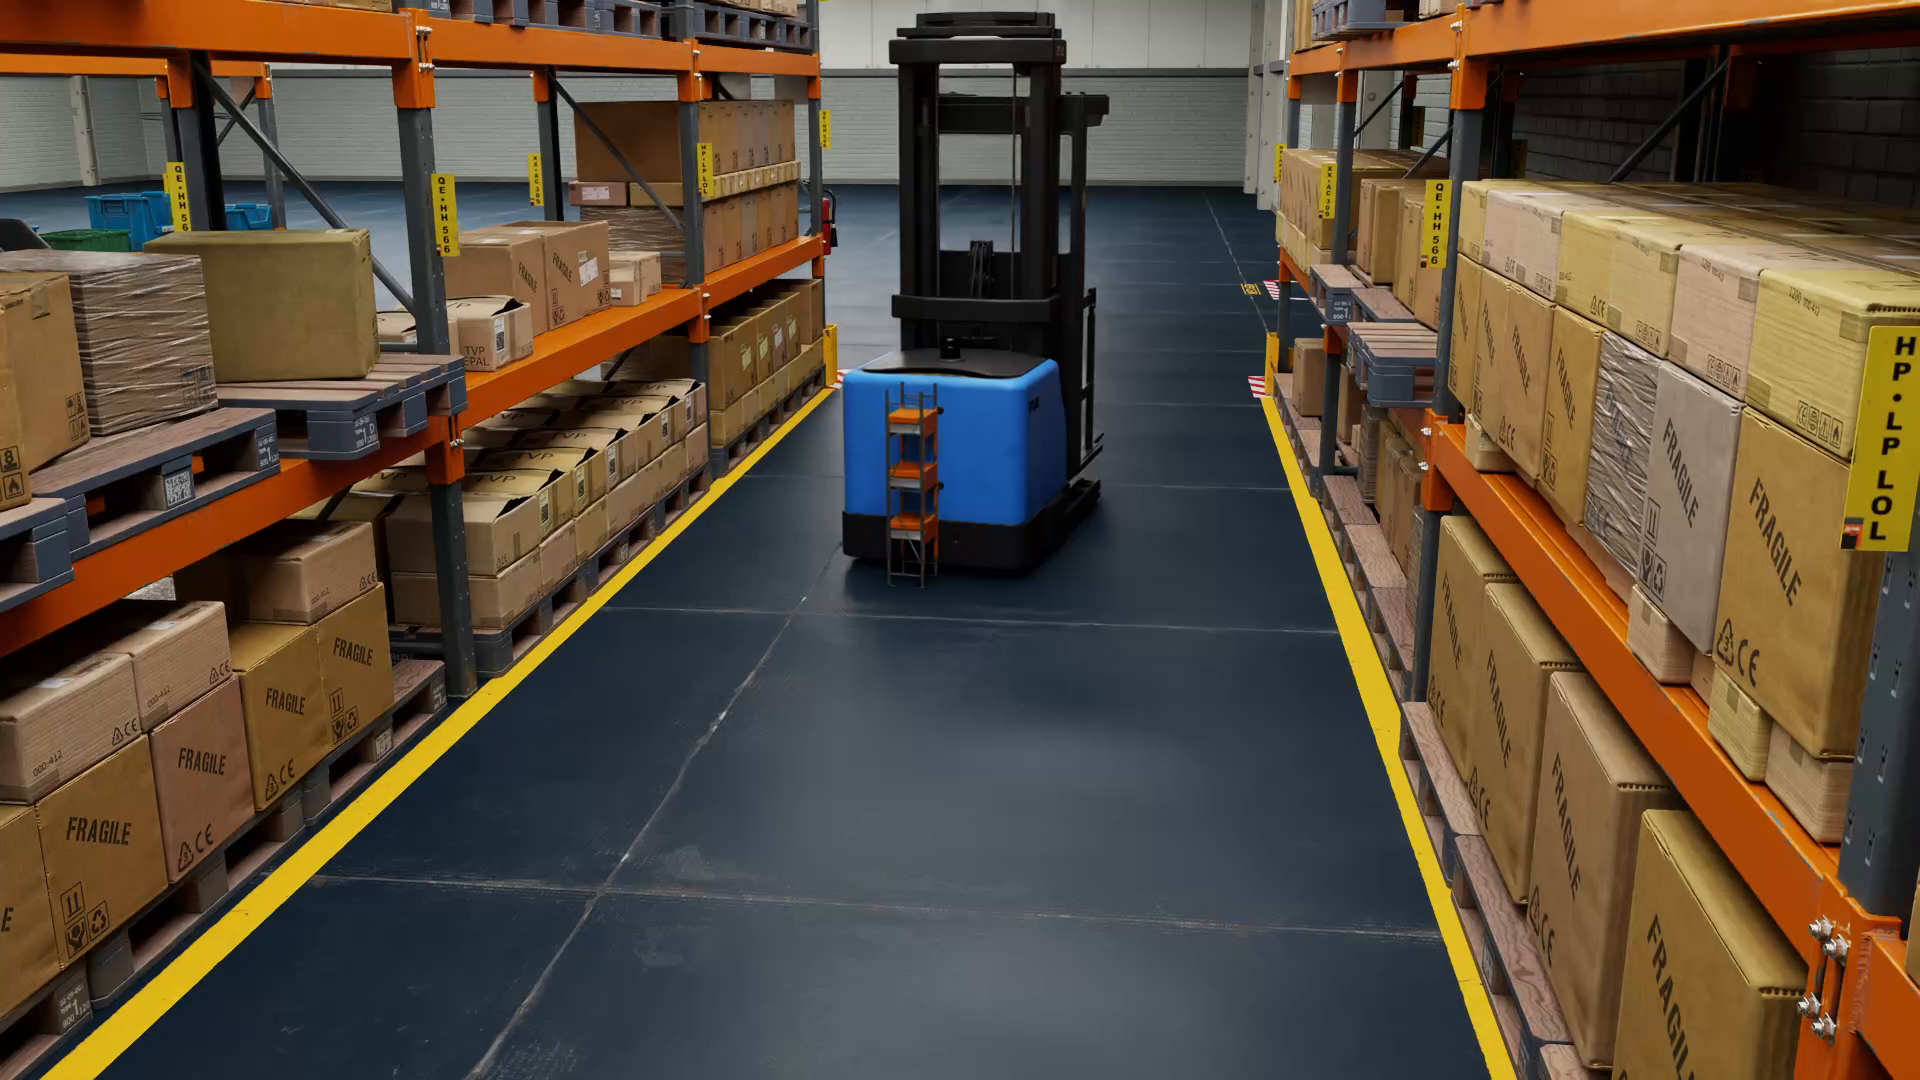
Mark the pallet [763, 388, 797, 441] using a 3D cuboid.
[{"bbox_3d":[-1.882,-1.004,12.970,1.003,0.211,1.213,2,15,6],"label":"pallet"}]

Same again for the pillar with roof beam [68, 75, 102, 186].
[{"bbox_3d":[-19.631,-13.991,44.163,9.100,9.000,0.400,2,15,6],"label":"pillar with roof beam"}]

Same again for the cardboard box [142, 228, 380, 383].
[{"bbox_3d":[-2.559,-0.874,6.153,0.700,0.500,0.500,-3,16,-13],"label":"cardboard box"}]

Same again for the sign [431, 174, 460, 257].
[{"bbox_3d":[-2.060,-1.297,6.647,0.100,0.325,0.005,2,15,6],"label":"sign"}]

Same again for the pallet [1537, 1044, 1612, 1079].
[{"bbox_3d":[1.883,1.536,3.577,1.003,0.211,1.213,2,15,6],"label":"pallet"}]

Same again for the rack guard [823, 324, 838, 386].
[{"bbox_3d":[-1.695,-1.665,14.860,1.175,0.500,0.348,2,15,6],"label":"rack guard"}]

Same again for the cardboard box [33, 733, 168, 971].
[{"bbox_3d":[-2.642,0.855,4.698,0.500,0.500,0.500,2,15,7],"label":"cardboard box"}]

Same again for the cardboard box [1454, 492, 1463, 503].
[{"bbox_3d":[2.478,-0.347,7.709,0.500,0.250,0.500,2,15,7],"label":"cardboard box"}]

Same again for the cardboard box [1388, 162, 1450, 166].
[{"bbox_3d":[3.096,-2.232,10.981,0.500,0.500,0.500,2,15,6],"label":"cardboard box"}]

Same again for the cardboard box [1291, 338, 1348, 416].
[{"bbox_3d":[2.861,-1.212,12.345,0.700,0.500,0.500,1,15,3],"label":"cardboard box"}]

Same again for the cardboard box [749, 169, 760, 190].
[{"bbox_3d":[-1.724,-2.719,12.538,0.380,0.149,0.250,1,15,5],"label":"cardboard box"}]

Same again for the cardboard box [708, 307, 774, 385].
[{"bbox_3d":[-1.673,-1.435,12.250,0.500,0.500,0.500,2,15,6],"label":"cardboard box"}]

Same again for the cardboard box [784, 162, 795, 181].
[{"bbox_3d":[-1.580,-3.054,13.775,0.380,0.149,0.250,2,15,8],"label":"cardboard box"}]

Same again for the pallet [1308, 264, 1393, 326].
[{"bbox_3d":[2.543,-1.396,9.446,1.003,0.211,1.213,2,15,6],"label":"pallet"}]

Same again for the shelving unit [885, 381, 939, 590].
[{"bbox_3d":[-0.251,-0.286,8.707,0.215,1.050,0.252,4,16,15],"label":"shelving unit"}]

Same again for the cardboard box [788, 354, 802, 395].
[{"bbox_3d":[-1.564,-1.333,13.308,0.500,0.250,0.500,2,15,6],"label":"cardboard box"}]

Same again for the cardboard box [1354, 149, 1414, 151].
[{"bbox_3d":[3.383,-2.891,13.419,0.500,0.500,0.500,2,15,6],"label":"cardboard box"}]

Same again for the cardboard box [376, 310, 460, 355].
[{"bbox_3d":[-2.516,-0.840,7.193,0.500,0.311,0.500,3,15,10],"label":"cardboard box"}]

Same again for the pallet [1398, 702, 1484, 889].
[{"bbox_3d":[2.158,0.903,5.917,1.003,0.211,1.213,2,15,6],"label":"pallet"}]

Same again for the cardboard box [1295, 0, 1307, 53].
[{"bbox_3d":[2.843,-4.008,12.763,0.500,0.500,0.500,3,15,10],"label":"cardboard box"}]

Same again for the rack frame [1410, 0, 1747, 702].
[{"bbox_3d":[2.322,-0.645,6.301,1.000,3.000,0.127,2,15,6],"label":"rack frame"}]

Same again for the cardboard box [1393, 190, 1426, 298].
[{"bbox_3d":[2.569,-1.496,8.413,0.700,0.500,0.500,4,16,14],"label":"cardboard box"}]

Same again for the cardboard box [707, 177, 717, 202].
[{"bbox_3d":[-1.871,-2.385,11.302,0.380,0.149,0.250,1,15,5],"label":"cardboard box"}]

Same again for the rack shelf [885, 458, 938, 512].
[{"bbox_3d":[-0.251,-0.275,8.710,0.215,0.259,0.240,4,16,15],"label":"rack shelf"}]

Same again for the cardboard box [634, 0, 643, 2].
[{"bbox_3d":[-2.284,-3.745,11.429,0.380,0.149,0.250,2,15,6],"label":"cardboard box"}]

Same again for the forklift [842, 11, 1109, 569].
[{"bbox_3d":[0.256,-1.602,9.973,1.130,2.935,3.031,4,16,15],"label":"forklift"}]

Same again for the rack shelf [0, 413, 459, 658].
[{"bbox_3d":[-2.826,0.076,5.013,1.077,0.370,4.000,2,15,6],"label":"rack shelf"}]

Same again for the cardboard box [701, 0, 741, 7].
[{"bbox_3d":[-1.769,-3.766,11.193,0.500,0.311,0.500,1,15,3],"label":"cardboard box"}]

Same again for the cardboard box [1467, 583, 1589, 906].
[{"bbox_3d":[2.004,0.604,4.997,0.750,0.750,0.750,2,15,6],"label":"cardboard box"}]

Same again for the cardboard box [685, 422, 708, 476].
[{"bbox_3d":[-1.908,-0.587,10.549,0.500,0.250,0.500,2,15,6],"label":"cardboard box"}]

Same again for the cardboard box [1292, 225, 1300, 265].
[{"bbox_3d":[2.687,-2.142,12.086,0.500,0.250,0.500,2,15,7],"label":"cardboard box"}]

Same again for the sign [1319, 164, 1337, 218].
[{"bbox_3d":[2.234,-2.114,10.077,0.100,0.325,0.005,2,15,6],"label":"sign"}]

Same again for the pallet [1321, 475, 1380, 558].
[{"bbox_3d":[2.687,-0.135,9.755,1.003,0.211,1.213,2,15,6],"label":"pallet"}]

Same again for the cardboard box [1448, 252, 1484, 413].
[{"bbox_3d":[2.013,-0.728,5.809,0.500,0.500,0.500,2,15,8],"label":"cardboard box"}]

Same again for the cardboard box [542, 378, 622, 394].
[{"bbox_3d":[-2.443,-0.874,10.536,0.500,0.311,0.500,2,15,6],"label":"cardboard box"}]

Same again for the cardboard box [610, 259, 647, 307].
[{"bbox_3d":[-2.066,-1.529,9.828,0.396,0.266,0.258,1,15,5],"label":"cardboard box"}]

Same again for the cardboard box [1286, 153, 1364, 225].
[{"bbox_3d":[2.742,-2.643,12.501,0.500,0.500,0.500,1,15,4],"label":"cardboard box"}]

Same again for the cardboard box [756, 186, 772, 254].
[{"bbox_3d":[-1.879,-2.528,13.072,0.700,0.500,0.500,2,15,7],"label":"cardboard box"}]

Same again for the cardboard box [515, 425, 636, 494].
[{"bbox_3d":[-2.081,-0.465,9.026,0.500,0.311,0.500,2,15,6],"label":"cardboard box"}]

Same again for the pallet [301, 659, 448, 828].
[{"bbox_3d":[-2.722,0.749,6.489,1.003,0.211,1.213,2,15,6],"label":"pallet"}]

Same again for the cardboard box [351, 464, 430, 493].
[{"bbox_3d":[-2.734,-0.214,8.097,0.500,0.311,0.500,1,15,5],"label":"cardboard box"}]

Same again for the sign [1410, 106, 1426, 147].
[{"bbox_3d":[3.774,-3.410,13.703,0.100,0.325,0.005,2,15,6],"label":"sign"}]

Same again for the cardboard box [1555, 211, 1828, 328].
[{"bbox_3d":[1.851,-0.697,4.256,0.500,0.250,0.500,1,15,5],"label":"cardboard box"}]

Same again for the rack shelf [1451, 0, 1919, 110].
[{"bbox_3d":[2.096,-1.227,4.086,1.077,0.370,4.000,2,15,6],"label":"rack shelf"}]

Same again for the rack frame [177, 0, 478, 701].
[{"bbox_3d":[-2.600,-0.790,6.837,1.000,3.000,0.127,2,15,6],"label":"rack frame"}]

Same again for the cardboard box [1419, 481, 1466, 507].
[{"bbox_3d":[2.525,0.031,7.748,0.700,0.500,0.500,2,15,6],"label":"cardboard box"}]

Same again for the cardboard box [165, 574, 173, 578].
[{"bbox_3d":[-2.936,0.314,6.701,0.500,0.500,0.500,2,15,9],"label":"cardboard box"}]

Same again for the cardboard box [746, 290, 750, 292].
[{"bbox_3d":[-2.034,-1.840,13.747,0.500,0.500,0.500,2,15,6],"label":"cardboard box"}]

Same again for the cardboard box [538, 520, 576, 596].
[{"bbox_3d":[-2.194,0.077,8.094,0.500,0.250,0.500,1,15,5],"label":"cardboard box"}]

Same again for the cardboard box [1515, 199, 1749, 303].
[{"bbox_3d":[1.902,-0.829,4.746,0.500,0.250,0.500,2,15,7],"label":"cardboard box"}]

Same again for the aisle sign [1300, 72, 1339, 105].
[{"bbox_3d":[2.935,-4.002,13.737,0.394,0.787,0.004,2,15,6],"label":"aisle sign"}]

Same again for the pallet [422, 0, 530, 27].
[{"bbox_3d":[-2.613,-2.326,7.131,1.213,0.211,1.003,2,15,9],"label":"pallet"}]

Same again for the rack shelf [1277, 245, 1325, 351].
[{"bbox_3d":[2.999,-1.854,12.150,1.077,0.370,4.000,2,15,6],"label":"rack shelf"}]

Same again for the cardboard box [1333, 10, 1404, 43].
[{"bbox_3d":[2.585,-3.327,10.245,0.500,0.500,0.500,2,15,8],"label":"cardboard box"}]

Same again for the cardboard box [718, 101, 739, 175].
[{"bbox_3d":[-1.992,-2.878,11.883,0.700,0.500,0.500,2,15,6],"label":"cardboard box"}]

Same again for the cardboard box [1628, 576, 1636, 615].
[{"bbox_3d":[1.772,0.144,3.825,0.380,0.149,0.250,2,15,6],"label":"cardboard box"}]

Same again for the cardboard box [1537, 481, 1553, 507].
[{"bbox_3d":[1.977,-0.187,5.050,0.380,0.149,0.250,2,15,7],"label":"cardboard box"}]

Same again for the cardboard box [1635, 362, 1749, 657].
[{"bbox_3d":[1.720,-0.069,3.371,0.500,0.500,0.500,2,15,7],"label":"cardboard box"}]
